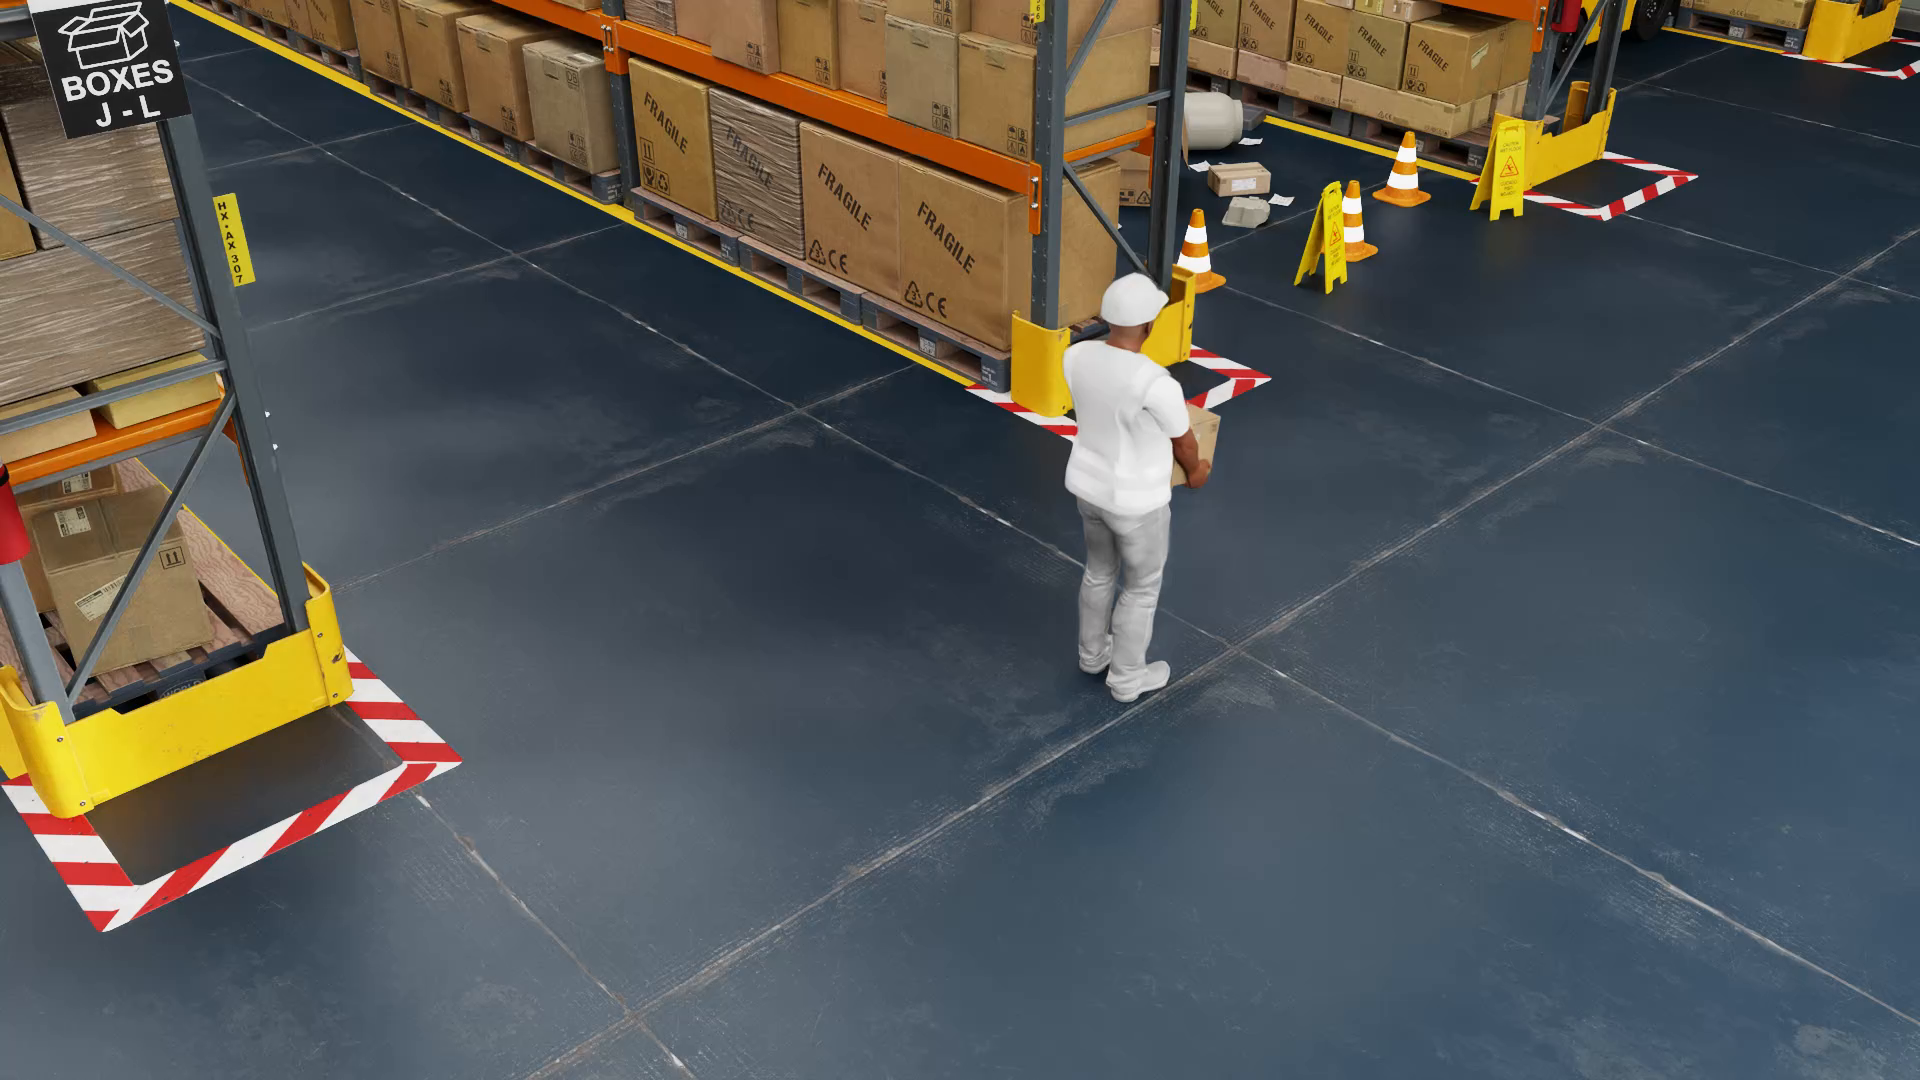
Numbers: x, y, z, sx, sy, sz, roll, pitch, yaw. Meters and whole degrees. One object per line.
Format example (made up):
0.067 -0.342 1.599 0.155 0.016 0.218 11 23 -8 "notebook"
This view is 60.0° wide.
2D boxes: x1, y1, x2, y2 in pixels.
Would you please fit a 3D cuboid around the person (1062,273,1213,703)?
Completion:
0.687 -0.228 6.485 0.563 1.763 0.505 -26 40 -36 "person"
